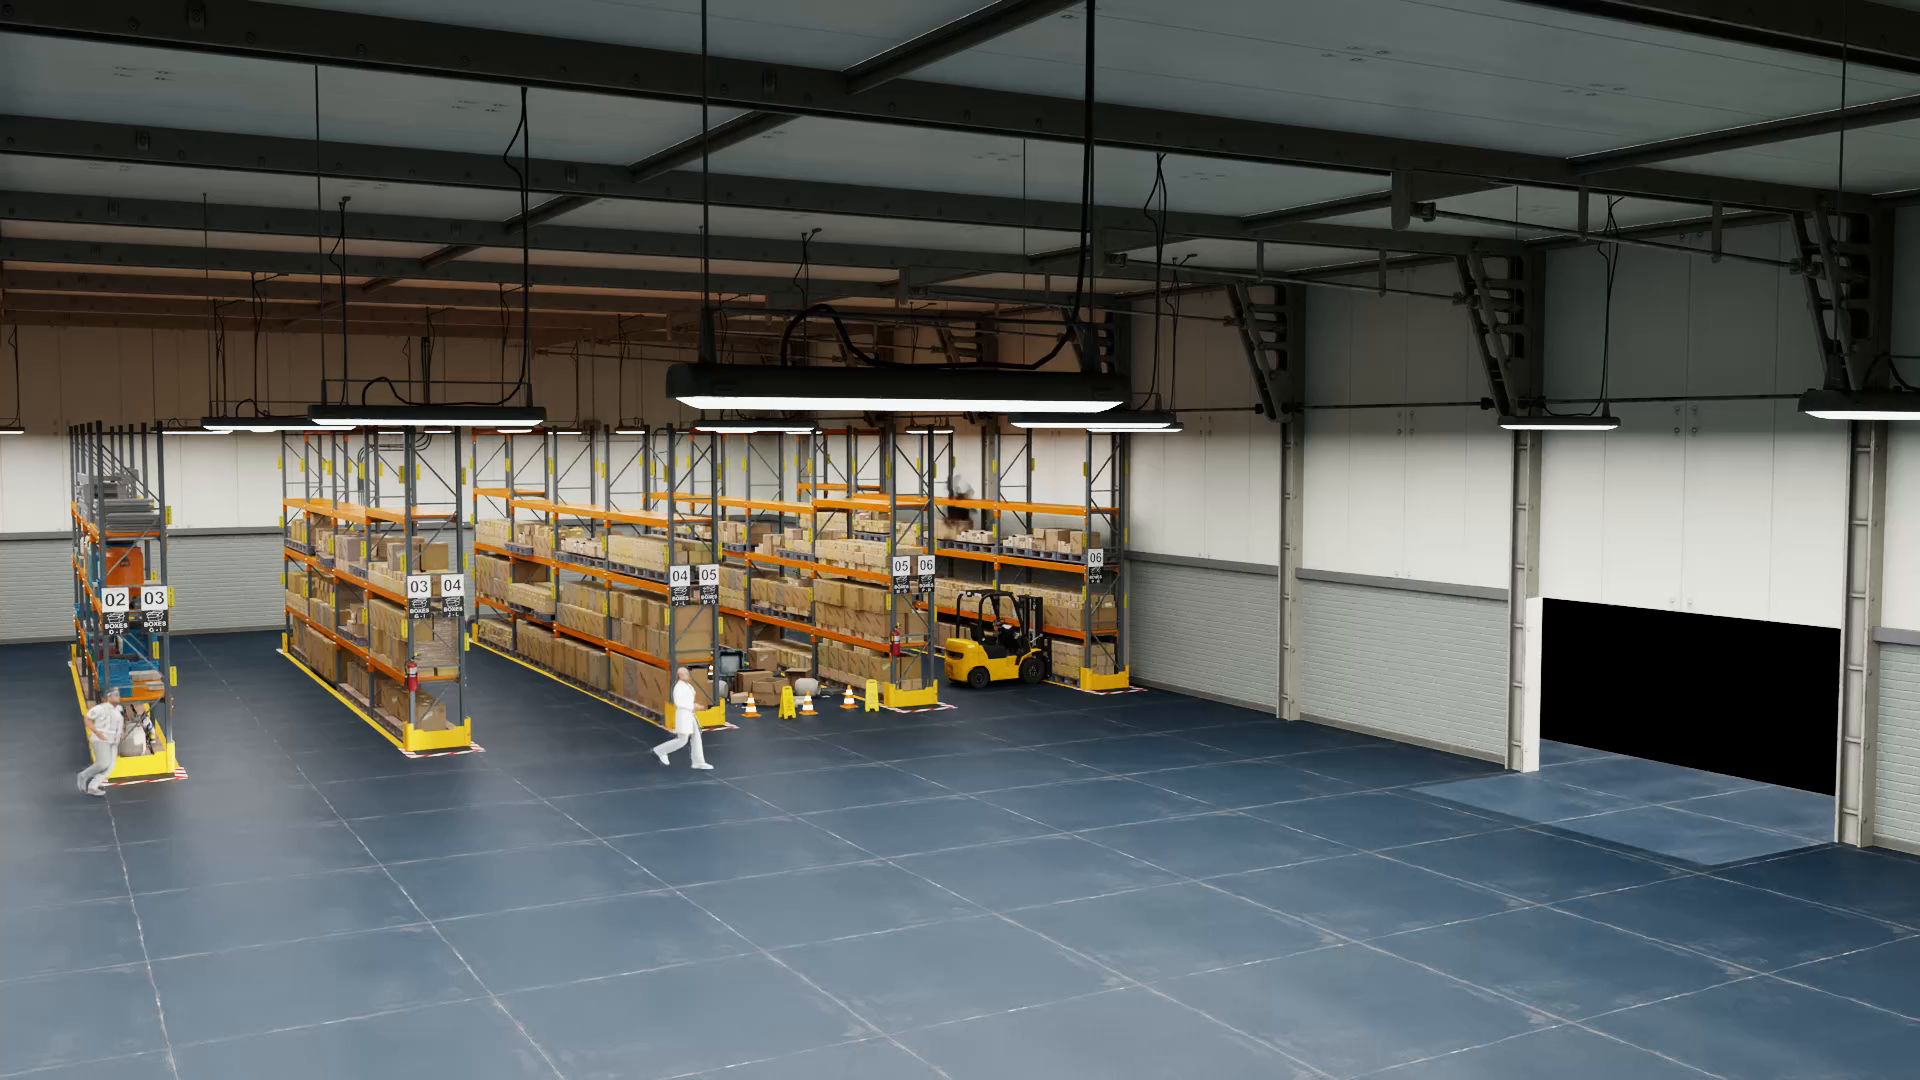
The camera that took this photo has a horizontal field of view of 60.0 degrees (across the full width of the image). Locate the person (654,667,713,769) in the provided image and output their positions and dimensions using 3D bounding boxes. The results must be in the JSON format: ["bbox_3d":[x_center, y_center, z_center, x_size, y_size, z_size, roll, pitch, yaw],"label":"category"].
[{"bbox_3d":[-4.717,3.107,28.551,0.961,1.676,0.718,0,4,7],"label":"person"}]

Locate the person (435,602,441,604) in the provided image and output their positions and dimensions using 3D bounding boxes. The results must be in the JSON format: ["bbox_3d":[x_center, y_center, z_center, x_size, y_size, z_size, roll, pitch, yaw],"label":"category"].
[{"bbox_3d":[-14.591,2.106,45.799,0.605,1.628,0.758,0,4,0],"label":"person"}]

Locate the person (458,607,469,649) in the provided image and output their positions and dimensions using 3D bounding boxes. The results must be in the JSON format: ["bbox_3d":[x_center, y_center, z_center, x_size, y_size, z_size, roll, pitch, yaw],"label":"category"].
[{"bbox_3d":[-13.052,2.295,43.199,0.542,1.584,0.858,-2,4,-30],"label":"person"}]

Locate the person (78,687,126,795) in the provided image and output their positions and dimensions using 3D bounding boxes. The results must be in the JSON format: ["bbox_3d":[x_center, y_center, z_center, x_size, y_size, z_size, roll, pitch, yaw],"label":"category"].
[{"bbox_3d":[-13.772,3.218,26.795,0.597,1.697,0.735,1,4,17],"label":"person"}]
